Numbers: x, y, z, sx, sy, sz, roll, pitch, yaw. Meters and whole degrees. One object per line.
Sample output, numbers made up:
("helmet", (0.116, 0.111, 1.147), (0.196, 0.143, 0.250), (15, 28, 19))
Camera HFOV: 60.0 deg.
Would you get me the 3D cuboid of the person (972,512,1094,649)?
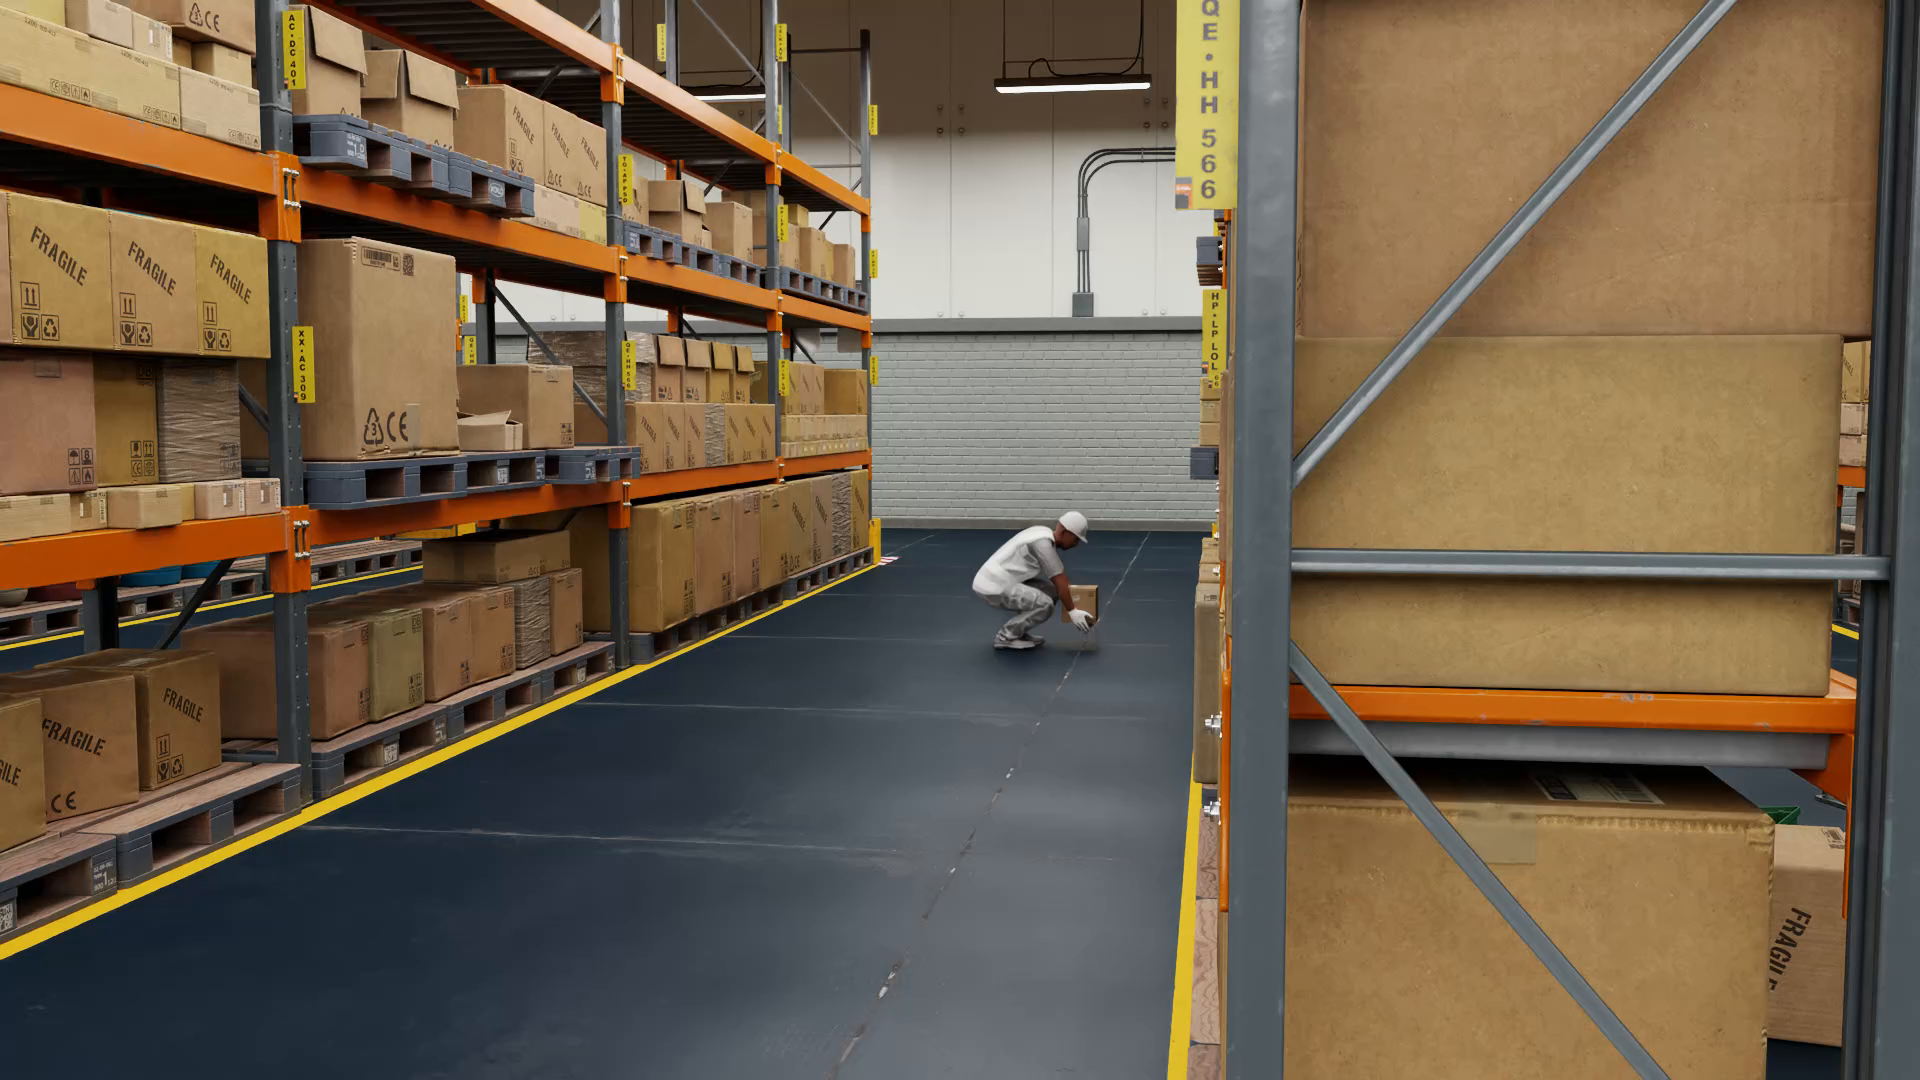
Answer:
("person", (0.551, 0.293, 12.268), (0.907, 1.006, 0.563), (1, 4, 8))
